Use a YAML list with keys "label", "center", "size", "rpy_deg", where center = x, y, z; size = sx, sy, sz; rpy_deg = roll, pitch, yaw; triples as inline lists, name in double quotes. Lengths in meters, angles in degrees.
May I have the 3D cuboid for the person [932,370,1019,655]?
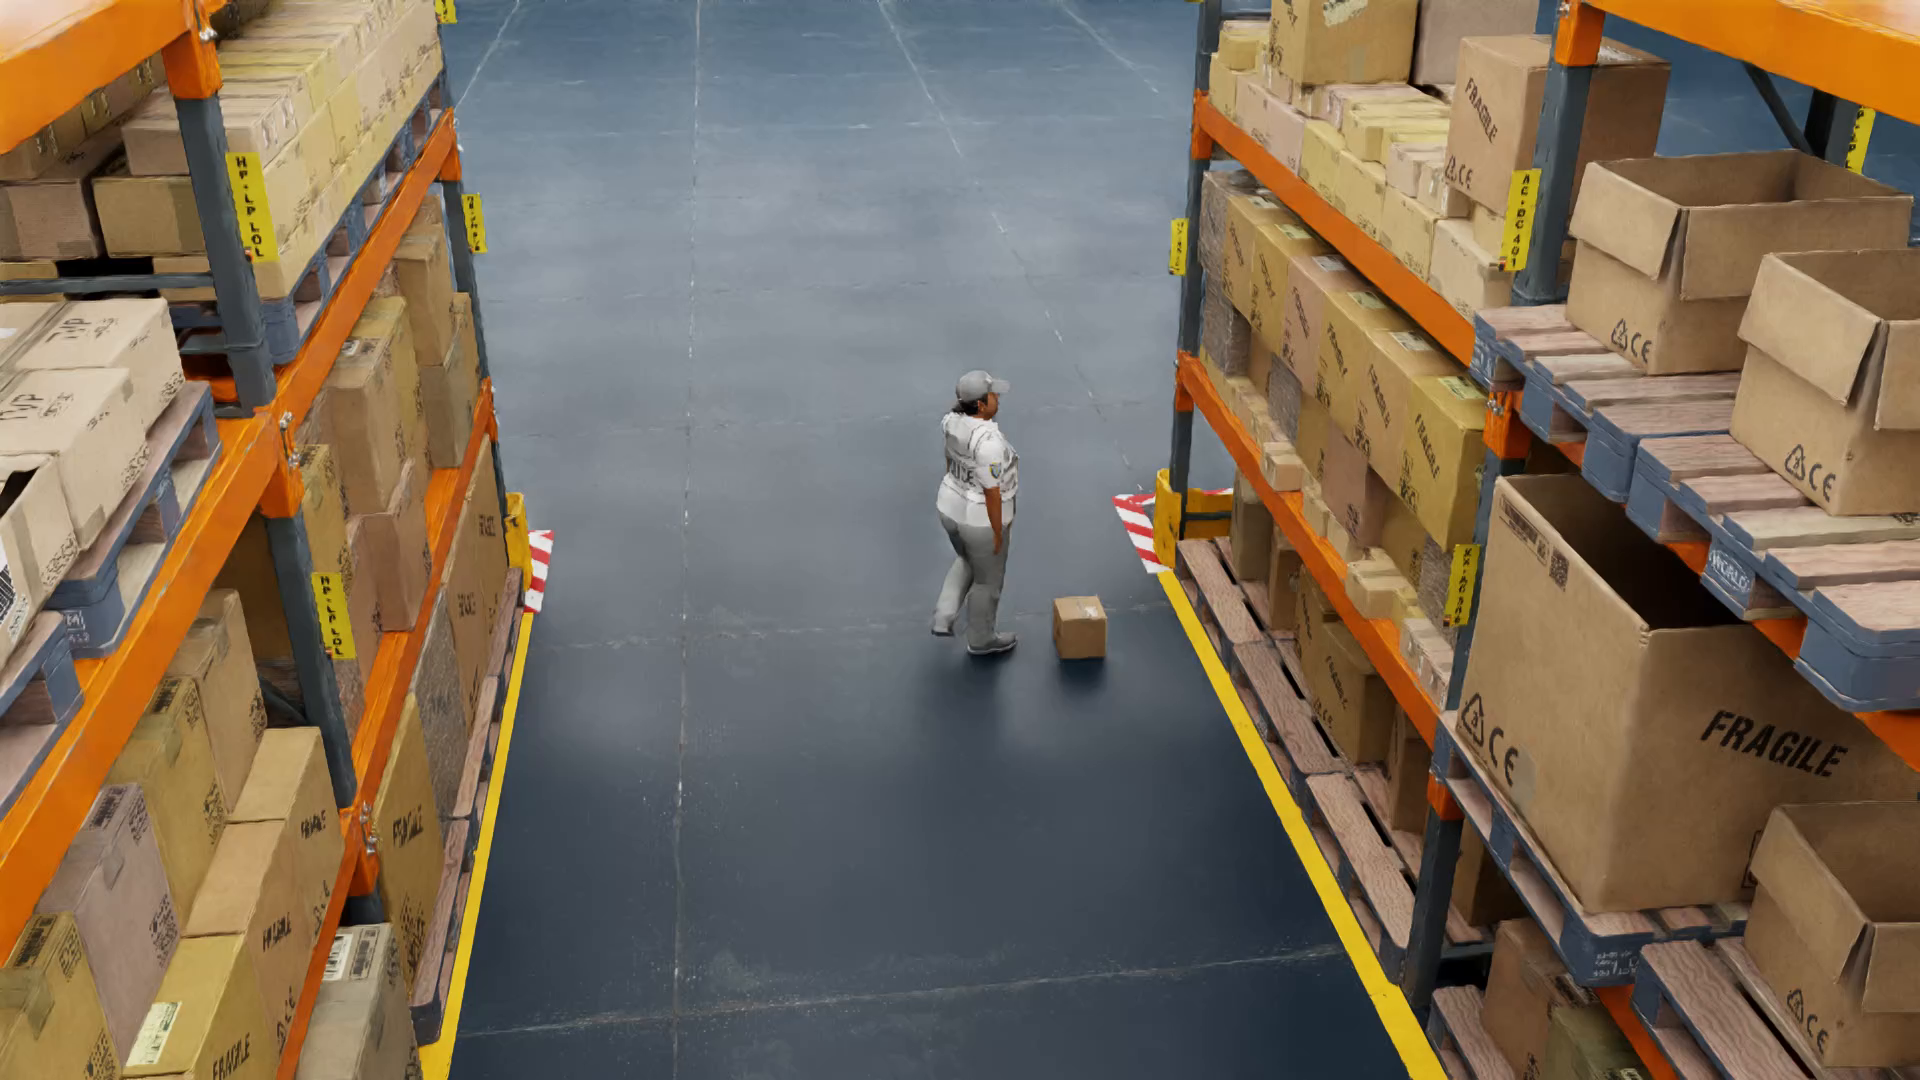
- label: "person"
  center: [0.075, -0.123, 8.827]
  size: [0.524, 1.662, 0.517]
  rpy_deg: [-18, 32, -31]
